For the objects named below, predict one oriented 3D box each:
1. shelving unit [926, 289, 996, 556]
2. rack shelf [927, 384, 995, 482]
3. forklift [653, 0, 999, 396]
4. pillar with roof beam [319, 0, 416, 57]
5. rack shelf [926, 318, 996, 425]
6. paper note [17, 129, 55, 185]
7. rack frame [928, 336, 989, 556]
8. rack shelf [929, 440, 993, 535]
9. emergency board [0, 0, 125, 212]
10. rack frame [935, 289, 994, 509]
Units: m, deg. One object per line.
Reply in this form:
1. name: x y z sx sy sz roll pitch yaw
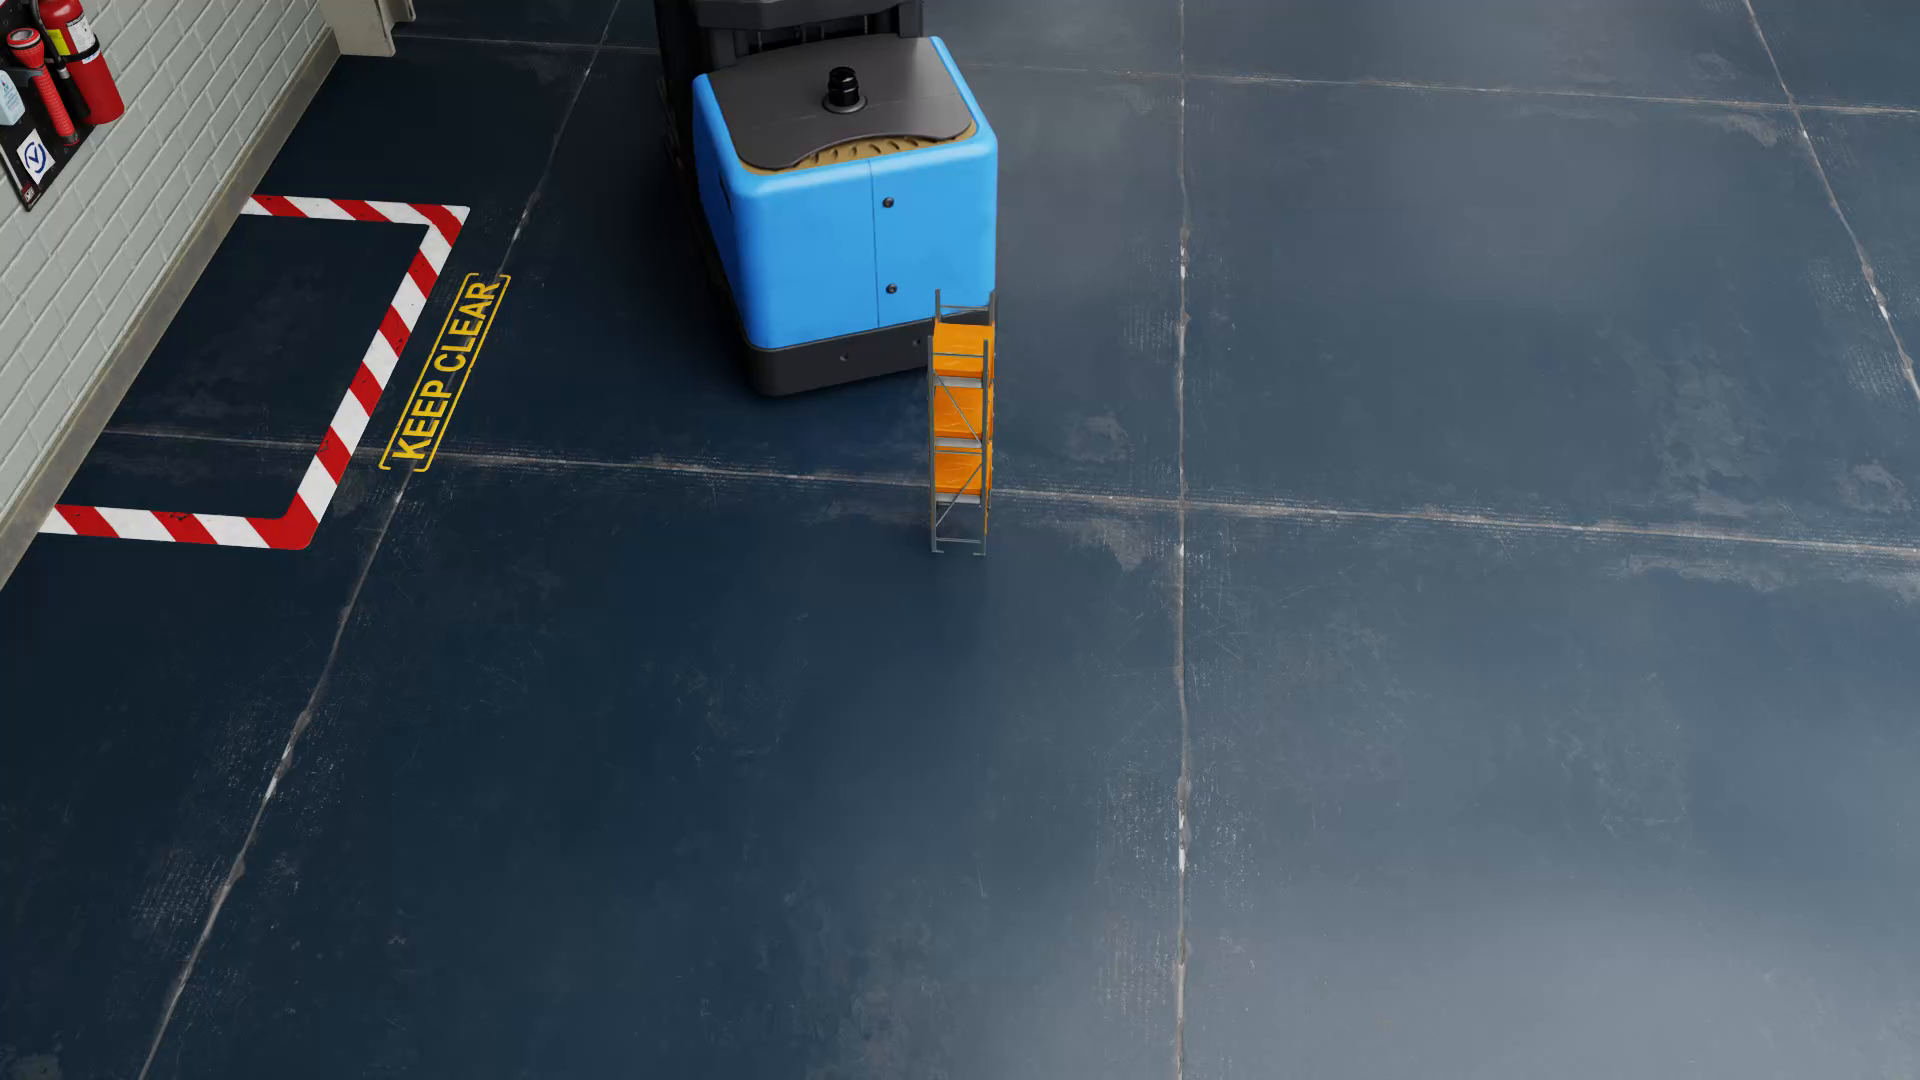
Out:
1. shelving unit: 0.005 -0.394 5.899 0.215 1.050 0.252 4 48 4
2. rack shelf: 0.005 -0.386 5.906 0.215 0.259 0.240 4 48 4
3. forklift: -0.764 -2.679 6.714 1.130 2.935 3.031 -13 49 -11
4. pillar with roof beam: 1.246 -5.379 5.071 9.100 9.000 0.400 4 48 4
5. rack shelf: 0.005 -0.578 5.697 0.215 0.259 0.240 4 48 4
6. paper note: -3.390 -1.408 6.102 0.016 0.148 0.142 4 48 4
7. rack frame: -0.006 -0.304 5.817 0.200 1.050 0.008 4 48 4
8. rack shelf: 0.005 -0.199 6.111 0.215 0.259 0.240 4 48 4
9. emergency board: -3.305 -1.830 5.891 0.194 1.169 0.643 4 48 4
10. rack frame: 0.016 -0.483 5.981 0.200 1.050 0.008 4 48 4
